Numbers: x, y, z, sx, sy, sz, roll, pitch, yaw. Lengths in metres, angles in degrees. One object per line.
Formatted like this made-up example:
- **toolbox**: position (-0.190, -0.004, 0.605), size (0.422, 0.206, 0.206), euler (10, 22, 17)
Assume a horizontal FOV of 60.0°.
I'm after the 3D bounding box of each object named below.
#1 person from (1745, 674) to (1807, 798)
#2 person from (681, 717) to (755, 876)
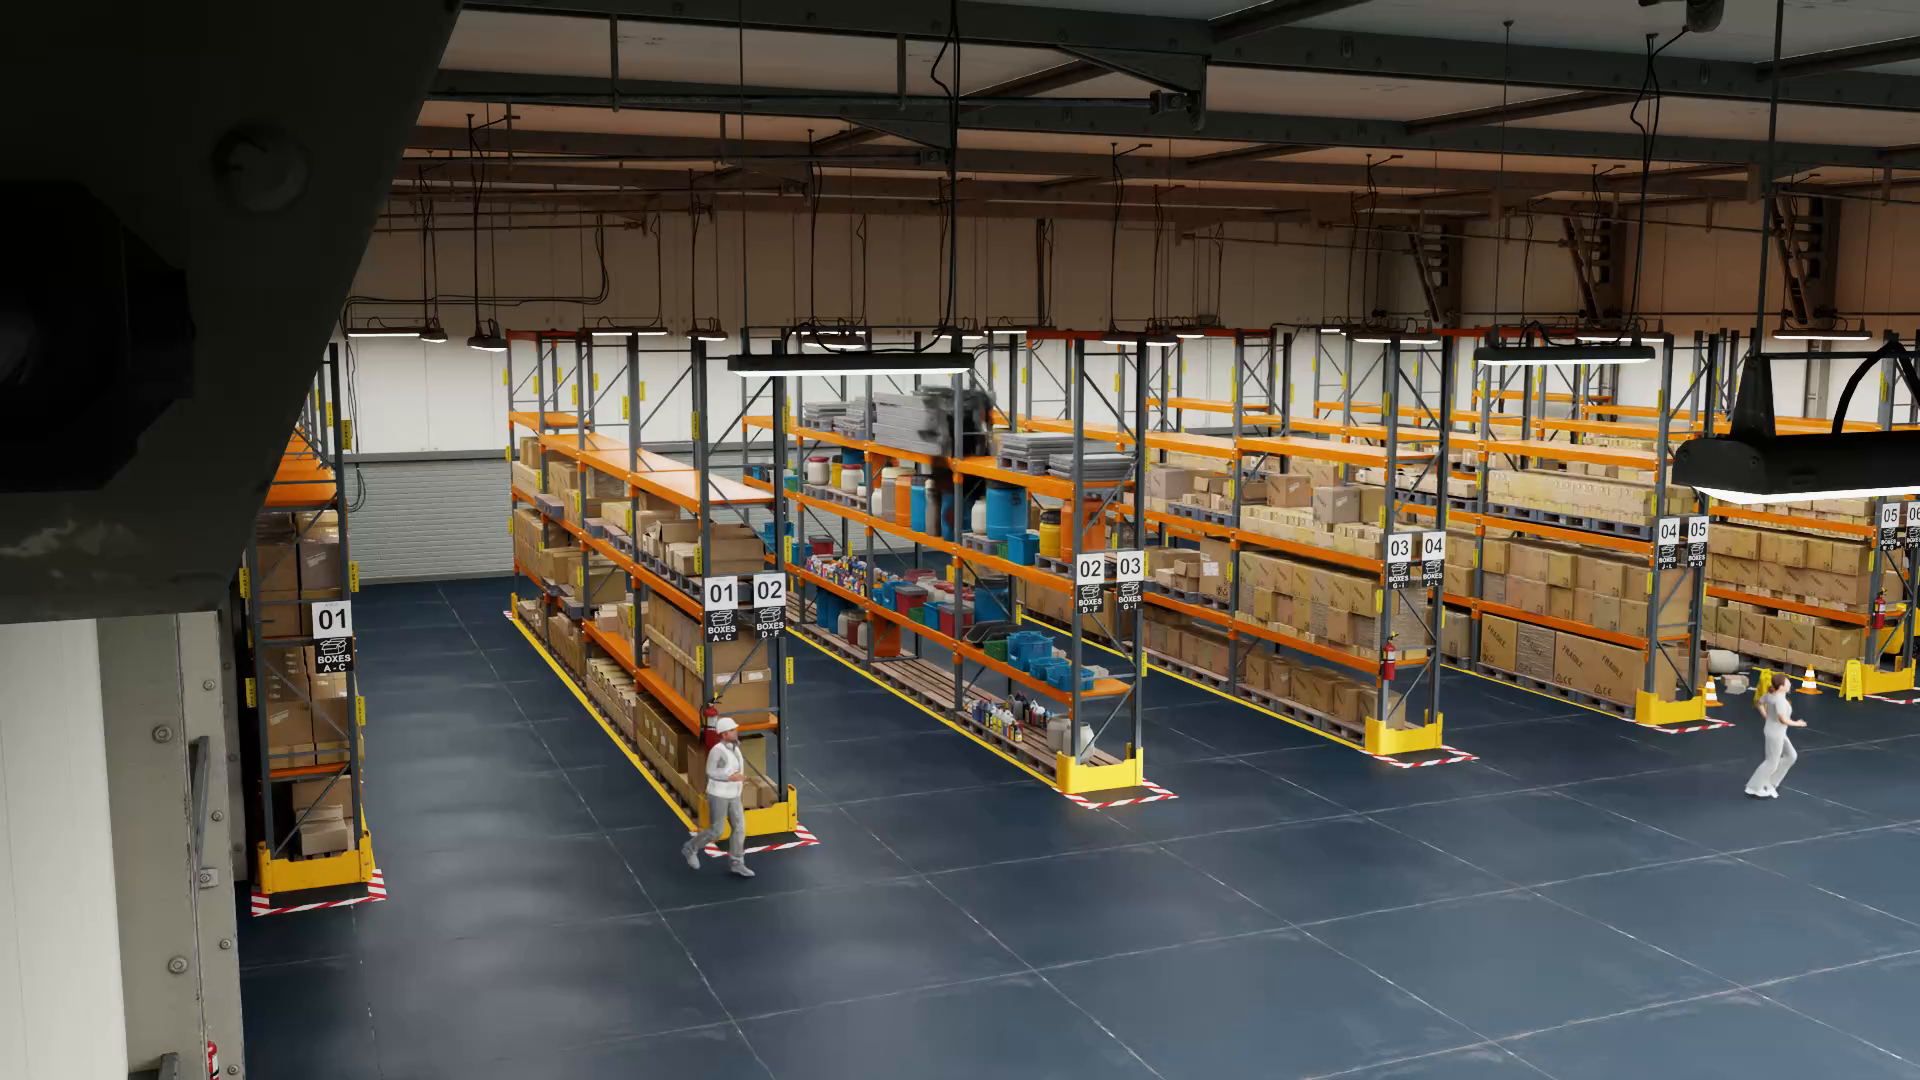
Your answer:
- **person**: position (10.675, 2.574, 21.731), size (0.683, 1.693, 0.578), euler (2, 8, 17)
- **person**: position (-2.686, 2.894, 18.912), size (0.887, 1.772, 0.679), euler (3, 8, 22)
